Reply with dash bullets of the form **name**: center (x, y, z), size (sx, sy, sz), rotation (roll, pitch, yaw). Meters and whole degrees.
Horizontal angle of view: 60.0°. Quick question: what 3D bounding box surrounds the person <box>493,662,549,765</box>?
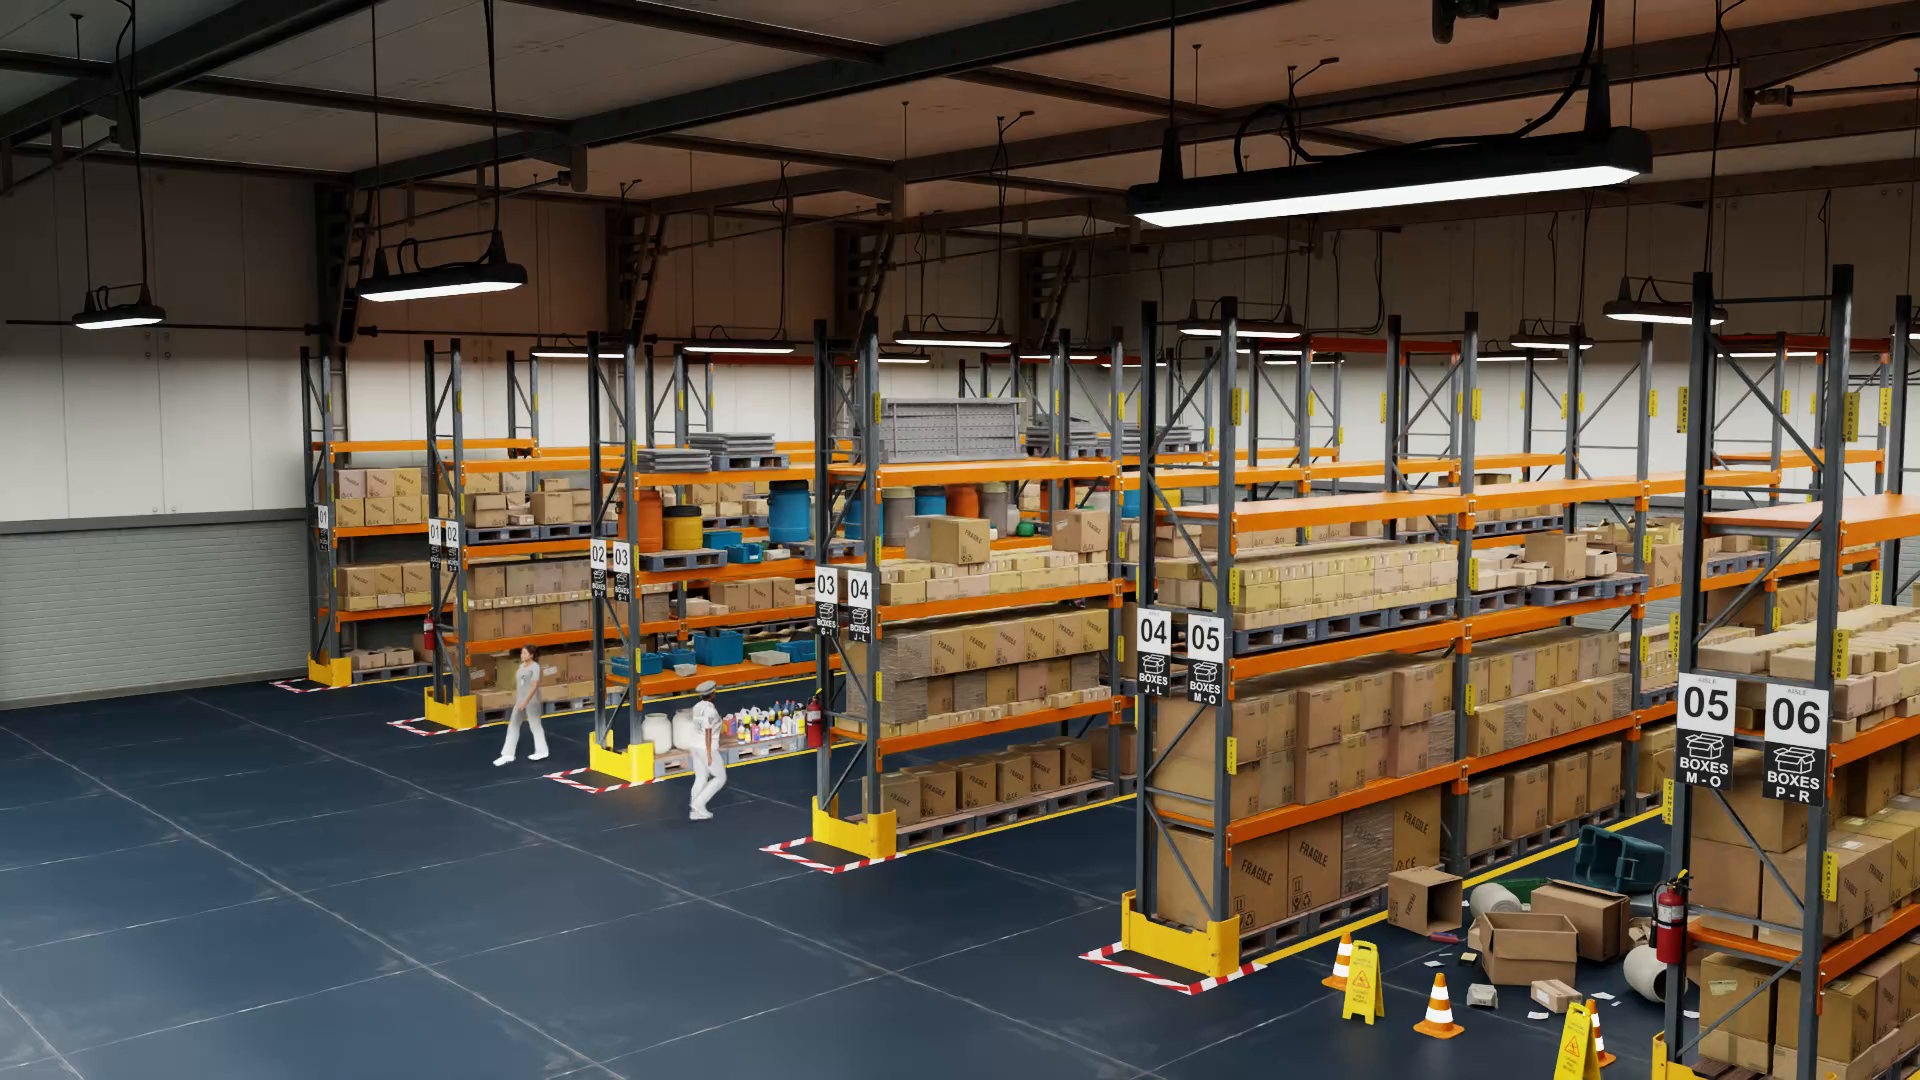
- **person**: center (-6.105, 2.415, 23.260), size (0.456, 1.400, 0.771), rotation (3, 6, 34)

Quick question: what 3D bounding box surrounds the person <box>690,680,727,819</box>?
- **person**: center (-3.106, 2.551, 20.157), size (0.457, 1.675, 0.505), rotation (-3, 6, -33)
